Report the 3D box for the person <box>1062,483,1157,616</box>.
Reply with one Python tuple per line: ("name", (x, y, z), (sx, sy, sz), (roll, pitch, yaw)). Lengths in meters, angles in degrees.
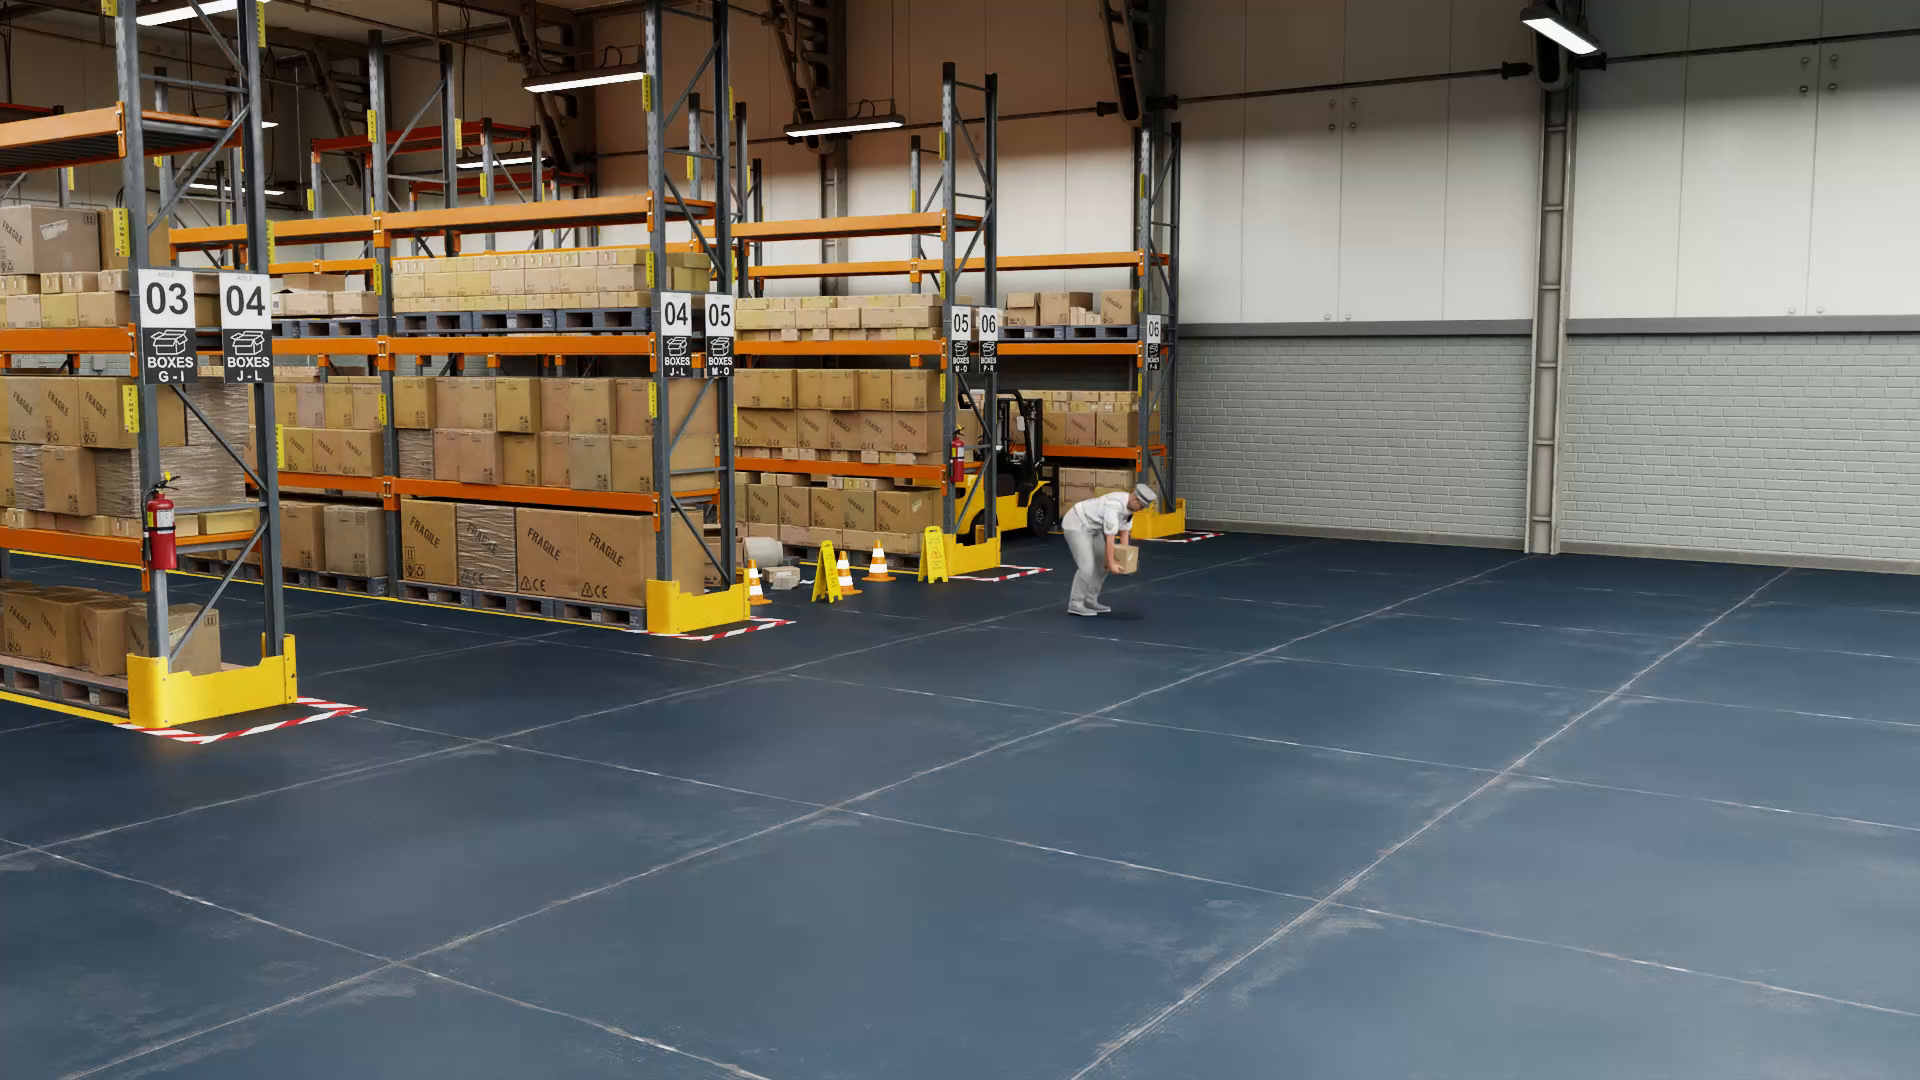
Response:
("person", (1.509, 0.093, 16.766), (0.995, 1.351, 0.480), (4, 7, 32))
